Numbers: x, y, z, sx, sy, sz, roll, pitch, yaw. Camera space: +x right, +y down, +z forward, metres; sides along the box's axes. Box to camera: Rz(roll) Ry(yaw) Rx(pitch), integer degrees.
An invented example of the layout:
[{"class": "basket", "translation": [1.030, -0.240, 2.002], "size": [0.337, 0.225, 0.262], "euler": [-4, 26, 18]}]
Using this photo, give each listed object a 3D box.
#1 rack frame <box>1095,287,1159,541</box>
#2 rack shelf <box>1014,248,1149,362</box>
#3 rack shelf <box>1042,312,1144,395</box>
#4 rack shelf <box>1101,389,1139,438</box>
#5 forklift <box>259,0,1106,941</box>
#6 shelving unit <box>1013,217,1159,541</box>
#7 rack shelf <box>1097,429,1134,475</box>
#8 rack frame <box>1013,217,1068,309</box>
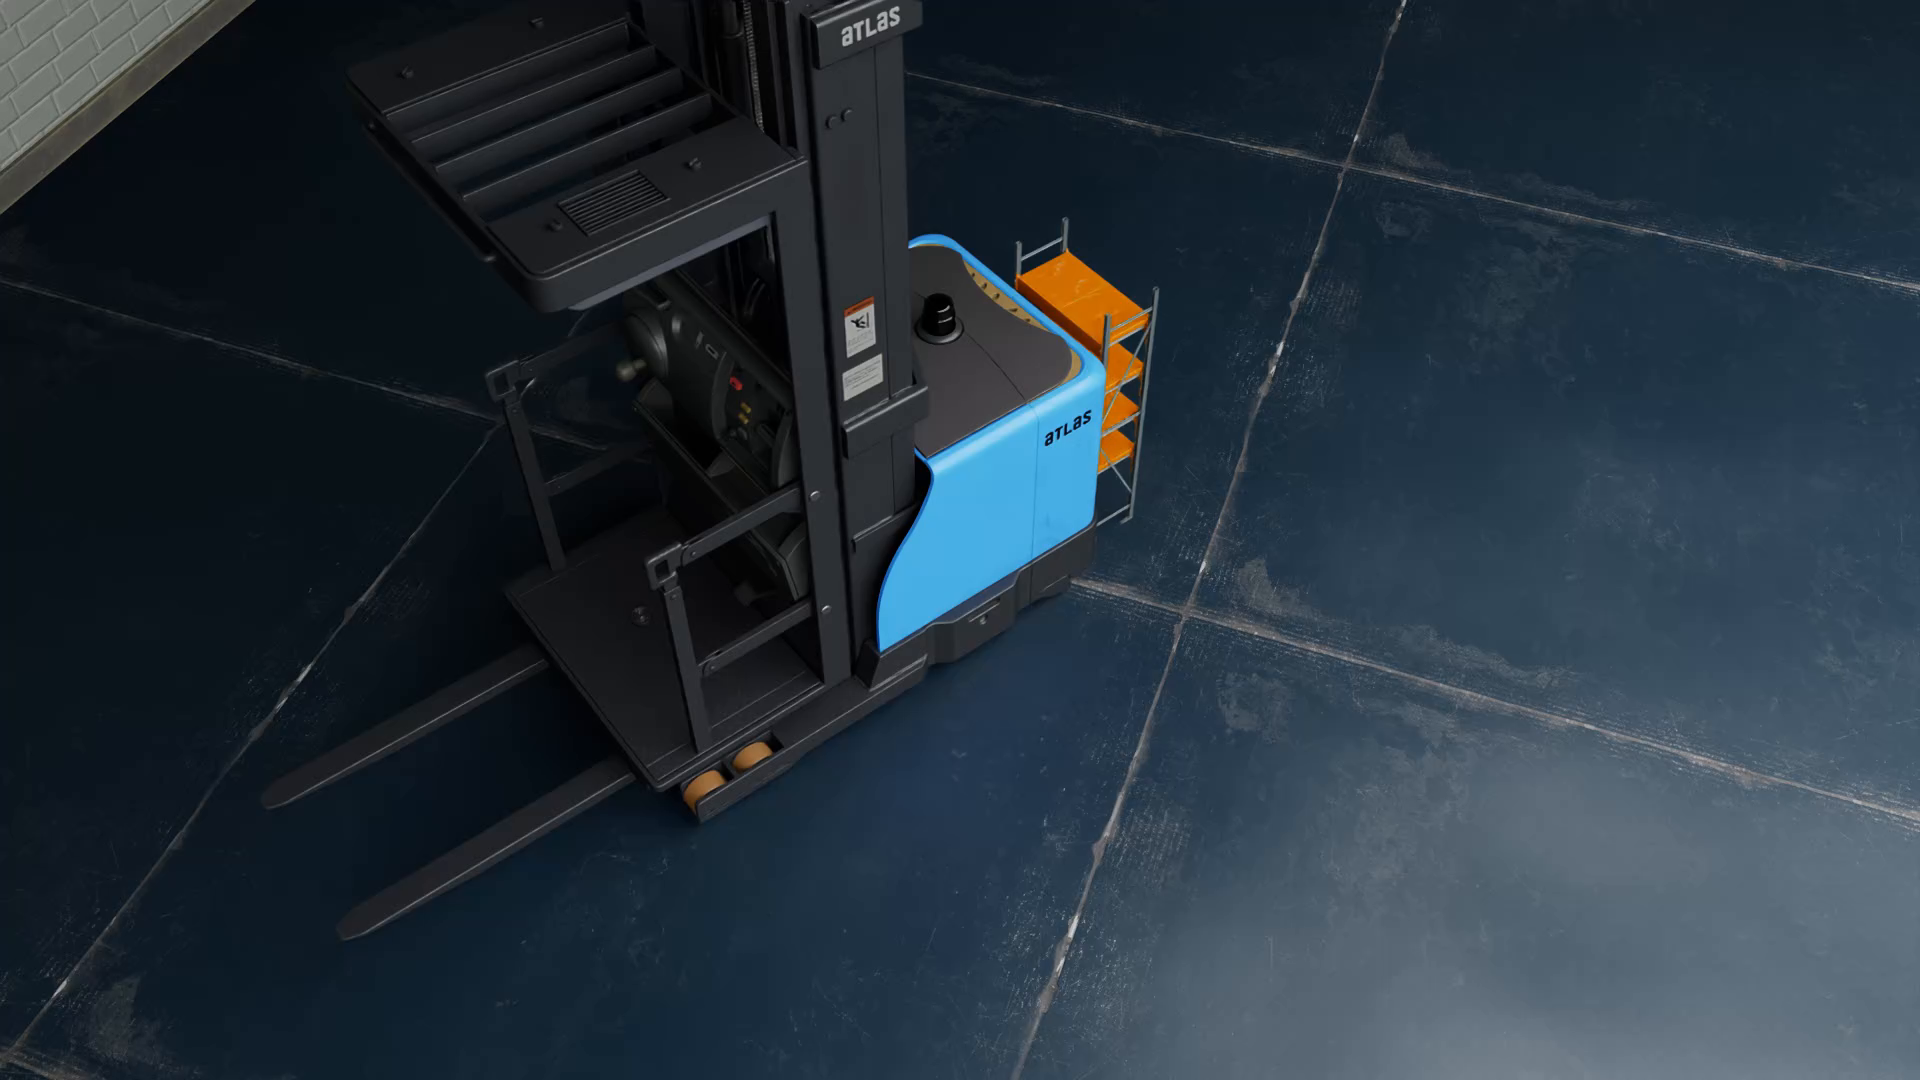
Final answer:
[{"class": "rack frame", "translation": [0.595, -0.430, 6.196], "size": [0.240, 1.200, 0.015], "euler": [-30, 56, -24]}, {"class": "rack shelf", "translation": [0.445, -0.833, 6.025], "size": [0.258, 0.148, 0.480], "euler": [-30, 56, -24]}, {"class": "rack shelf", "translation": [0.445, -0.678, 6.203], "size": [0.258, 0.148, 0.480], "euler": [-30, 56, -24]}, {"class": "rack shelf", "translation": [0.445, -0.532, 6.372], "size": [0.258, 0.148, 0.480], "euler": [-30, 56, -24]}, {"class": "forklift", "translation": [-0.953, -0.454, 5.071], "size": [3.031, 2.935, 1.130], "euler": [-30, 56, -24]}, {"class": "shelving unit", "translation": [0.445, -0.576, 6.322], "size": [0.258, 1.200, 0.503], "euler": [-30, 56, -24]}, {"class": "rack shelf", "translation": [0.445, -0.402, 6.522], "size": [0.258, 0.148, 0.480], "euler": [-30, 56, -24]}, {"class": "rack frame", "translation": [0.295, -0.721, 6.448], "size": [0.240, 1.200, 0.015], "euler": [-30, 56, -24]}]
